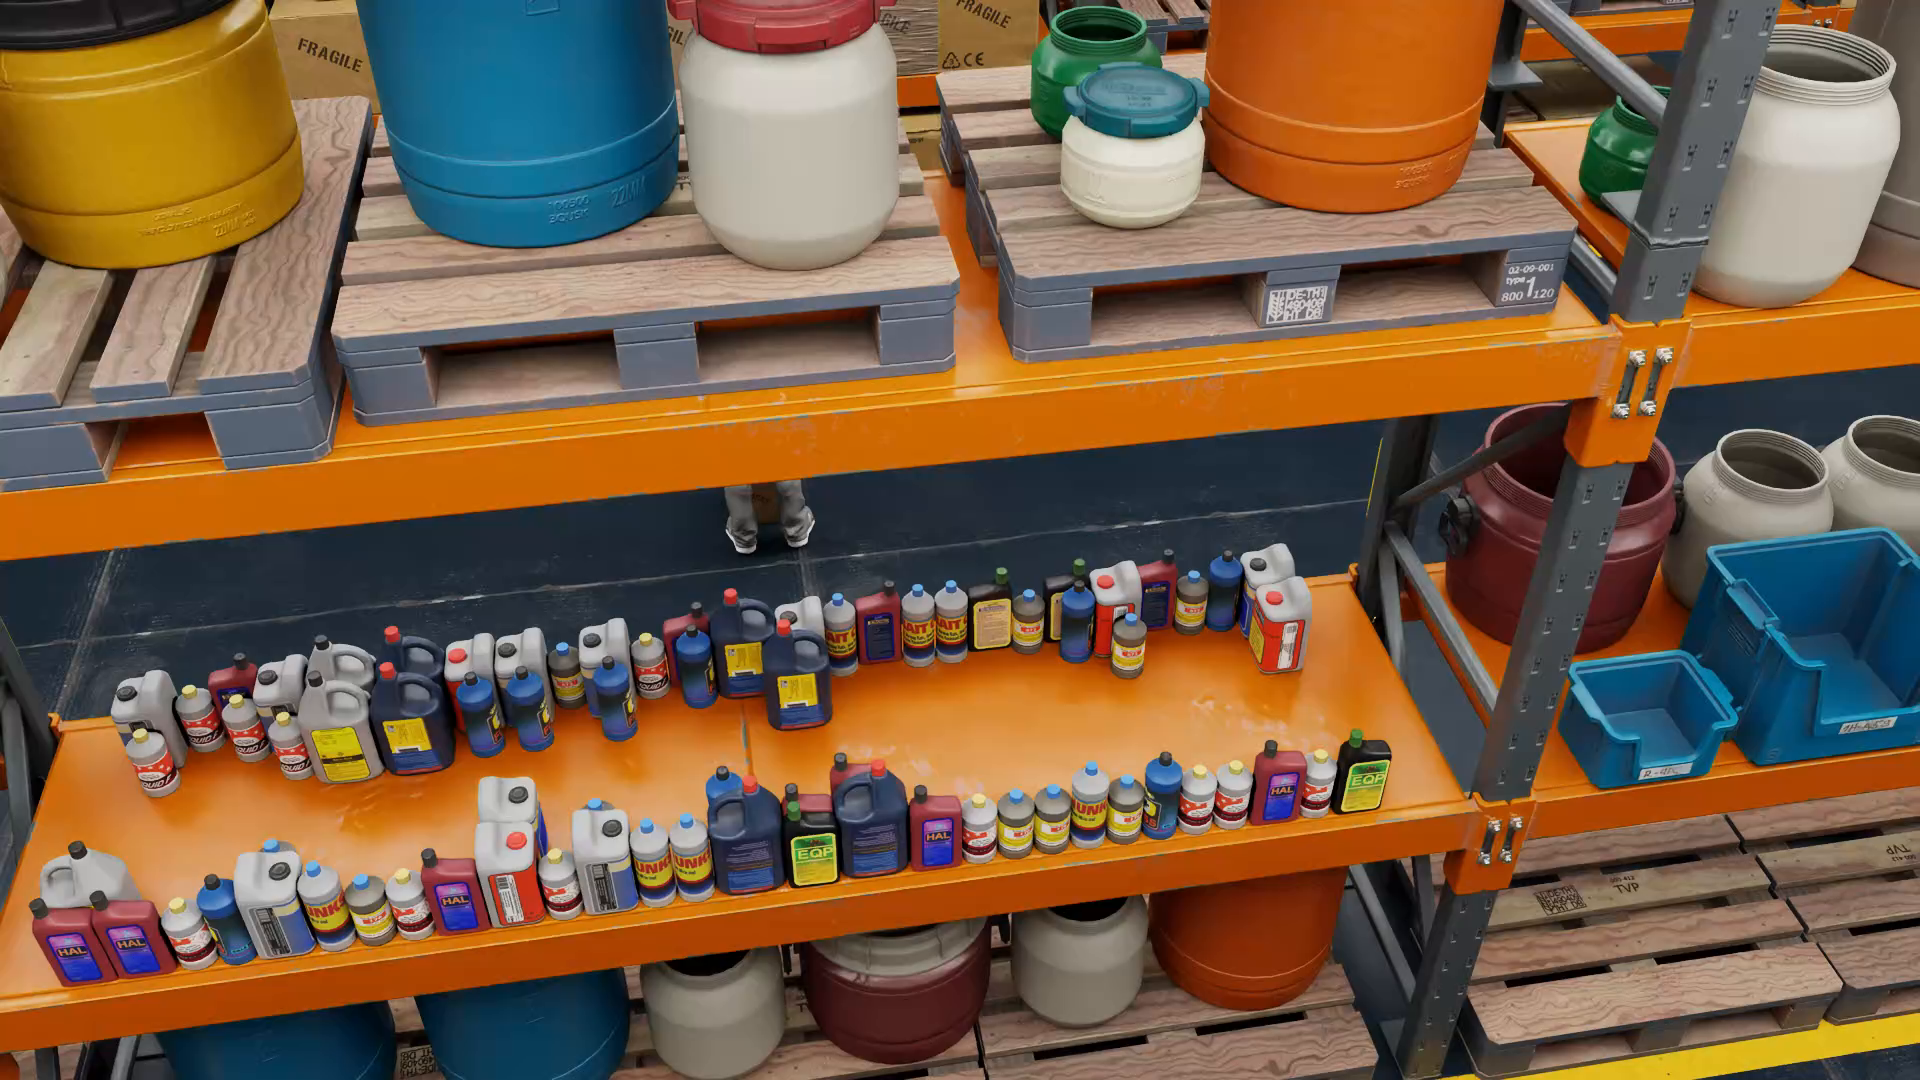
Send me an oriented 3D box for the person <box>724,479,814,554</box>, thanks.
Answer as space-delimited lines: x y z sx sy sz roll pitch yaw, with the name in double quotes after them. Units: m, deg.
-0.877 -0.618 6.920 0.479 1.593 0.345 -8 40 -9 "person"
